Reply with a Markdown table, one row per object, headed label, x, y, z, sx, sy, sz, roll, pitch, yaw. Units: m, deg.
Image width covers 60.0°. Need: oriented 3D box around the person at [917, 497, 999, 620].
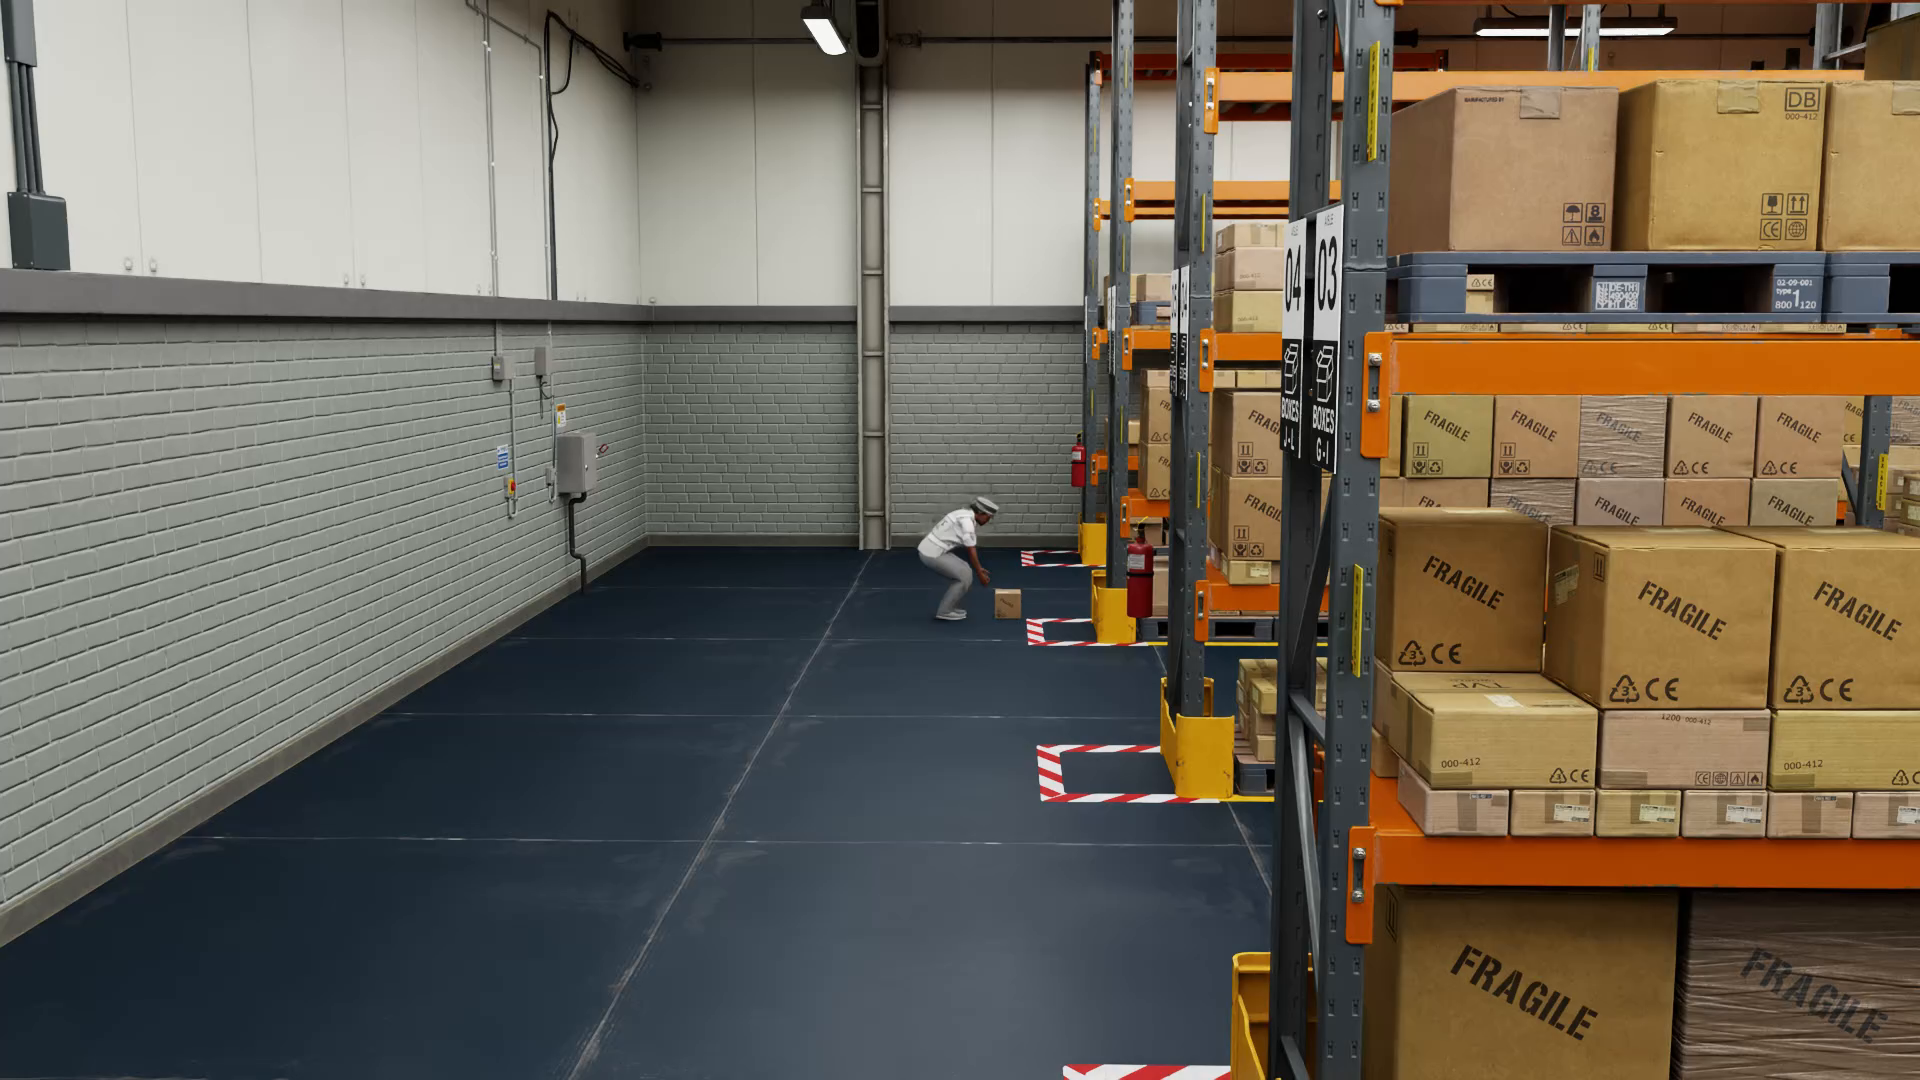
| label | x | y | z | sx | sy | sz | roll | pitch | yaw |
| --- | --- | --- | --- | --- | --- | --- | --- | --- | --- |
| person | -0.014 | 0.177 | 16.318 | 0.803 | 1.180 | 0.500 | 0 | 7 | 1 |
